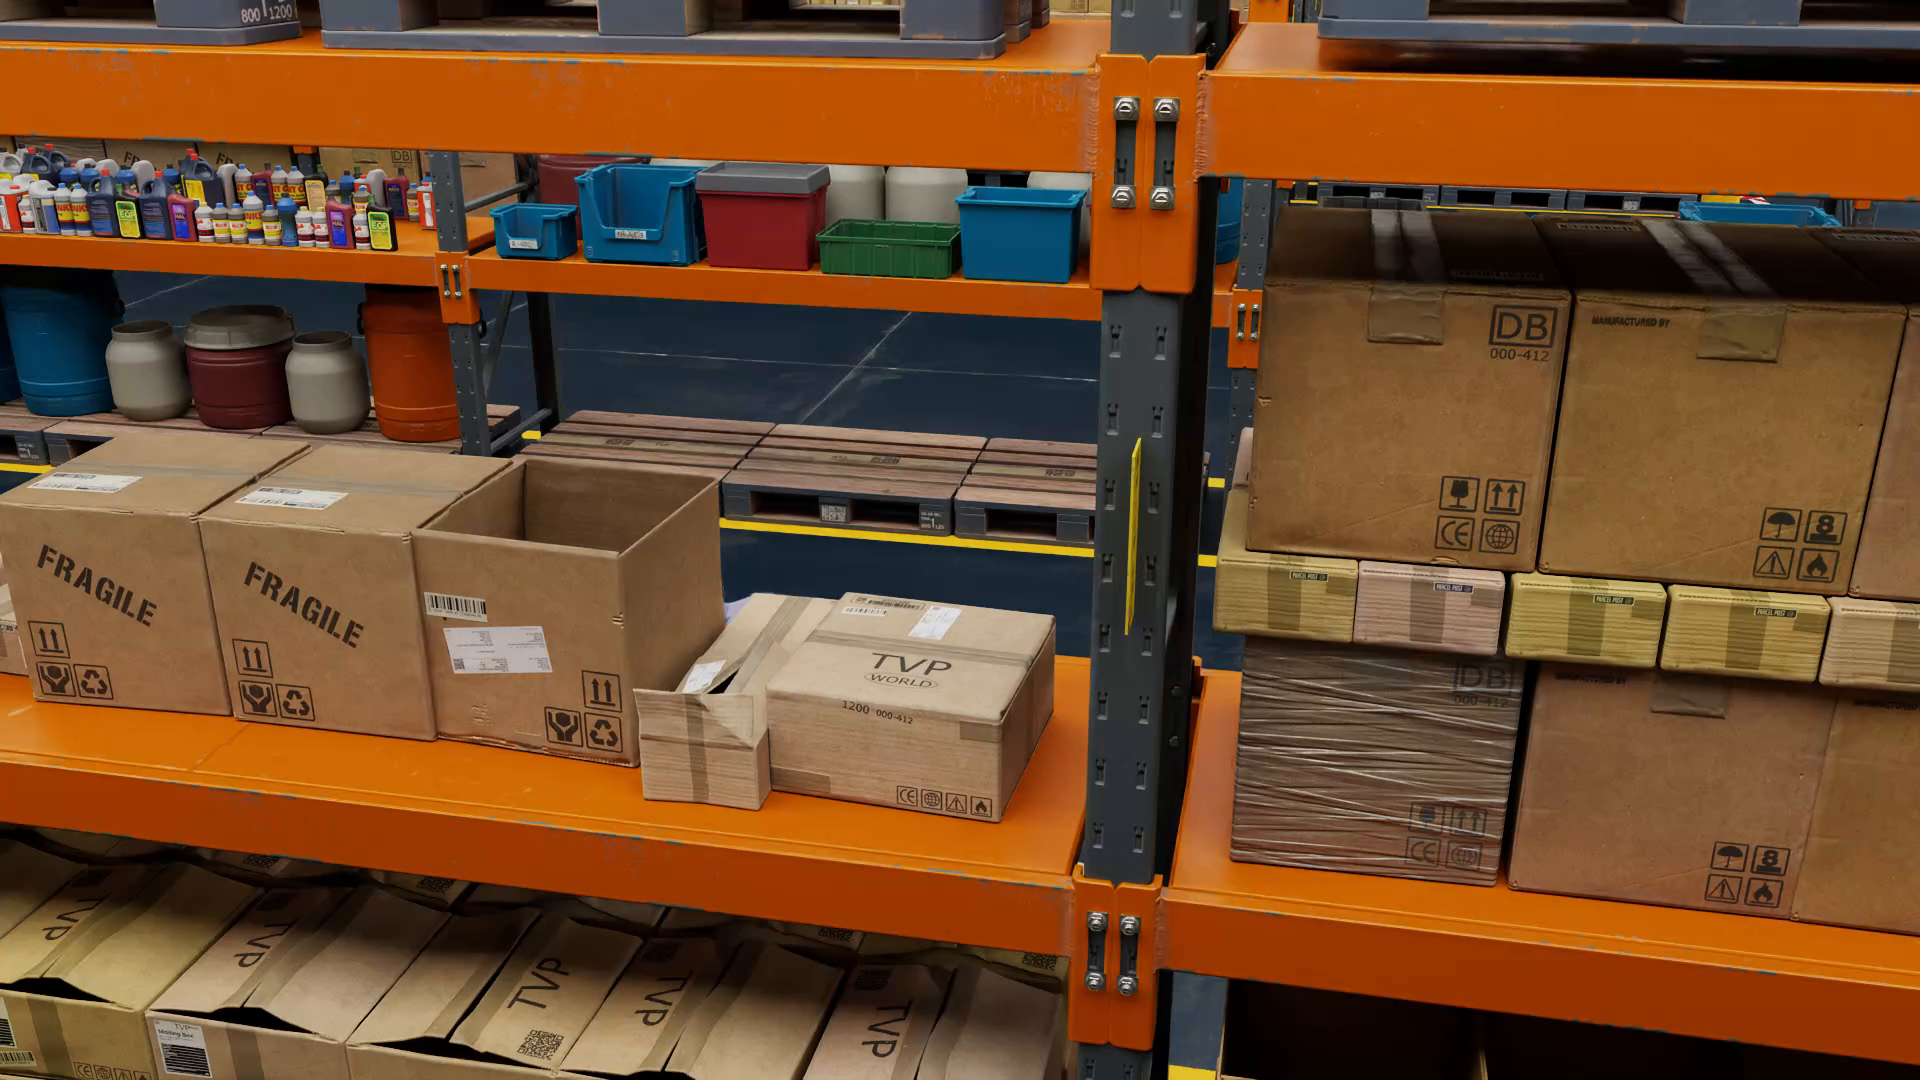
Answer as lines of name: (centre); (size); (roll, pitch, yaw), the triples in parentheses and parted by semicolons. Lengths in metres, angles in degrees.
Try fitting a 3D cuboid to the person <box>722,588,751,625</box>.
person: (-0.619, 0.547, 5.853); (0.831, 0.831, 0.527); (4, 22, 11)
